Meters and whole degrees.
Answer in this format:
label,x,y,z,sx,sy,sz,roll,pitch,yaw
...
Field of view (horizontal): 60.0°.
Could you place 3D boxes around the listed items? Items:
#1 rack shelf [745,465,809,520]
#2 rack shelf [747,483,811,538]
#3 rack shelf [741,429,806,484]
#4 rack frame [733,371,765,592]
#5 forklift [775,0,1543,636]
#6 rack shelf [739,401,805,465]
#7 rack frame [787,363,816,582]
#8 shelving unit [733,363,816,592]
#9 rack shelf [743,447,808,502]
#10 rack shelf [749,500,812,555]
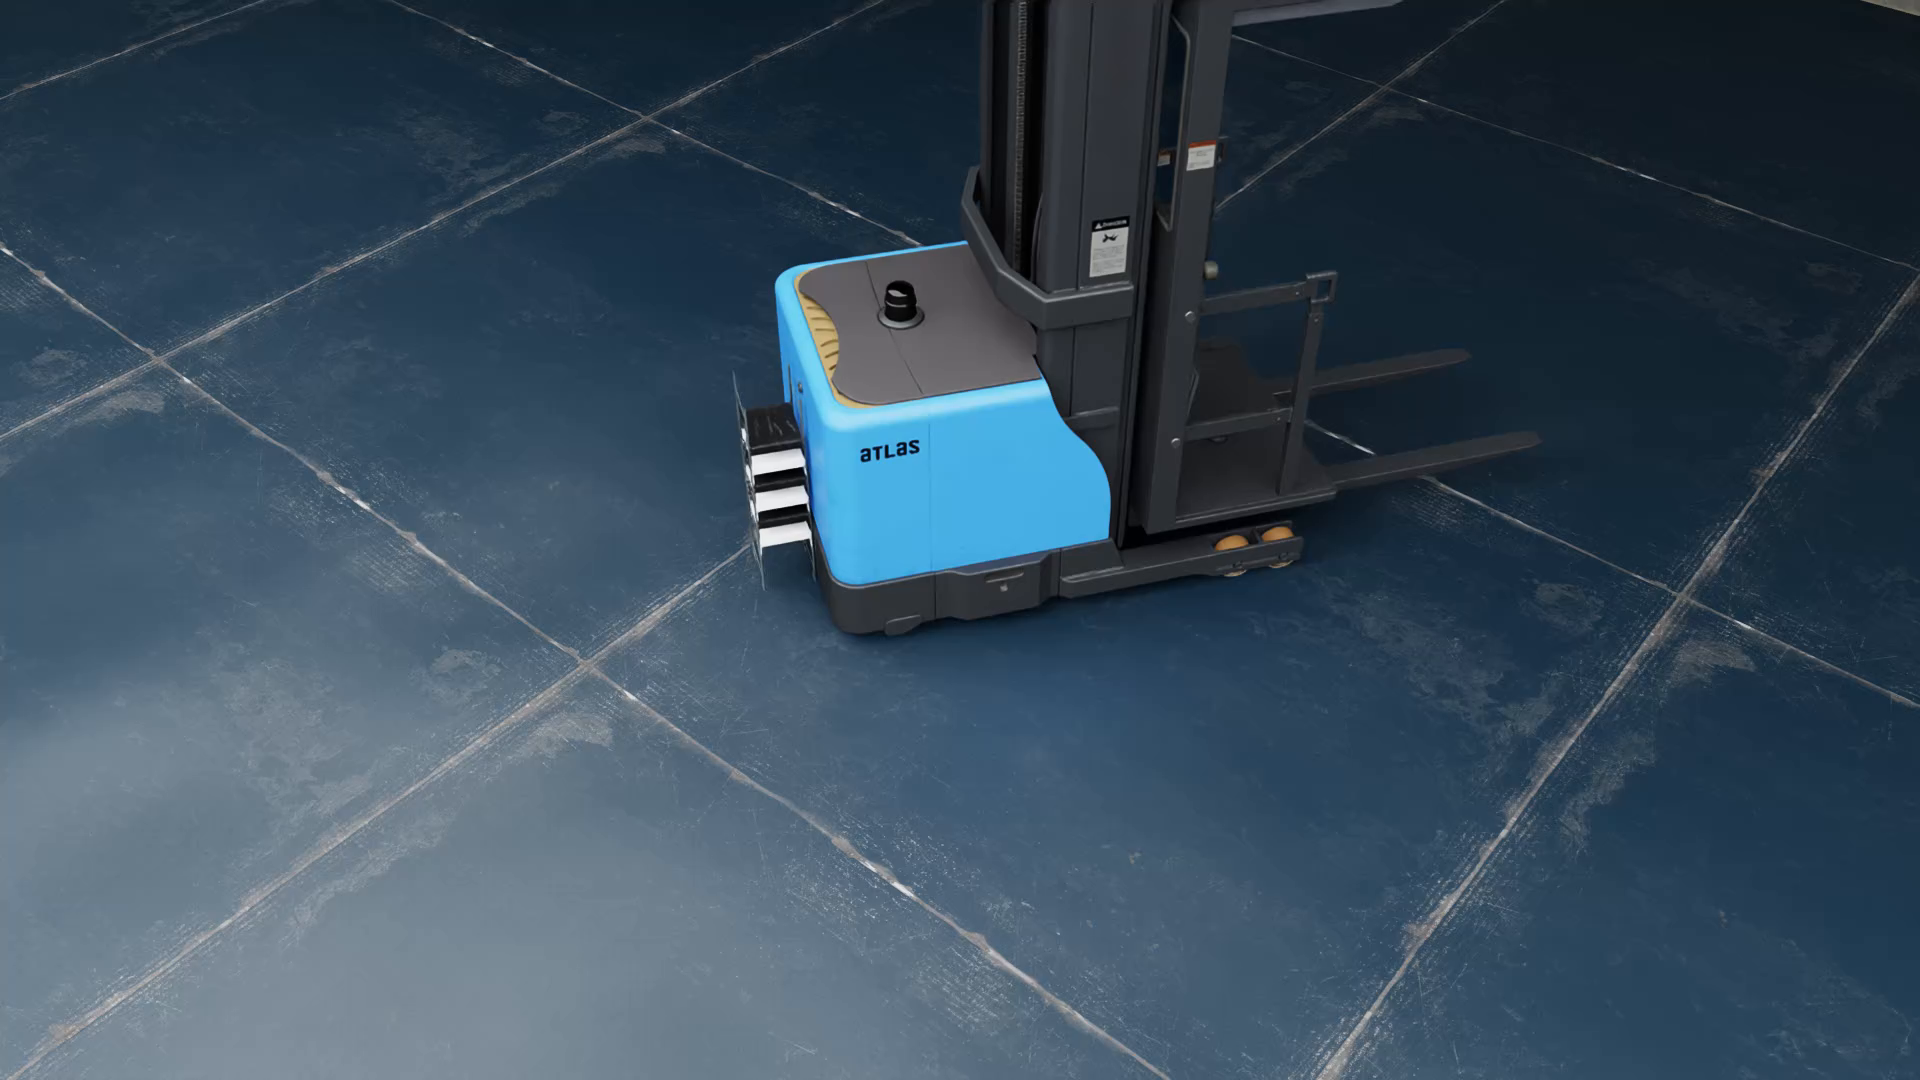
label,x,y,z,sx,sy,sz,roll,pitch,yaw
rack shelf,-0.701,-0.200,6.351,0.200,0.077,0.258,-11,43,-11
rack shelf,-0.701,-0.134,6.412,0.200,0.077,0.258,-11,43,-11
rack shelf,-0.701,-0.334,6.230,0.200,0.077,0.258,-11,43,-11
rack frame,-0.799,-0.207,6.309,0.006,0.900,0.240,-11,43,-11
forklift,0.862,-1.272,5.970,3.031,2.935,1.130,-11,43,-11
rack shelf,-0.701,-0.400,6.169,0.200,0.077,0.258,-11,43,-11
rack frame,-0.603,-0.243,6.349,0.006,0.900,0.240,-11,43,-11
shelving unit,-0.701,-0.225,6.329,0.210,0.900,0.258,-11,43,-11
rack shelf,-0.701,-0.267,6.290,0.200,0.077,0.258,-11,43,-11
rack shelf,-0.701,-0.067,6.472,0.200,0.077,0.258,-11,43,-11
